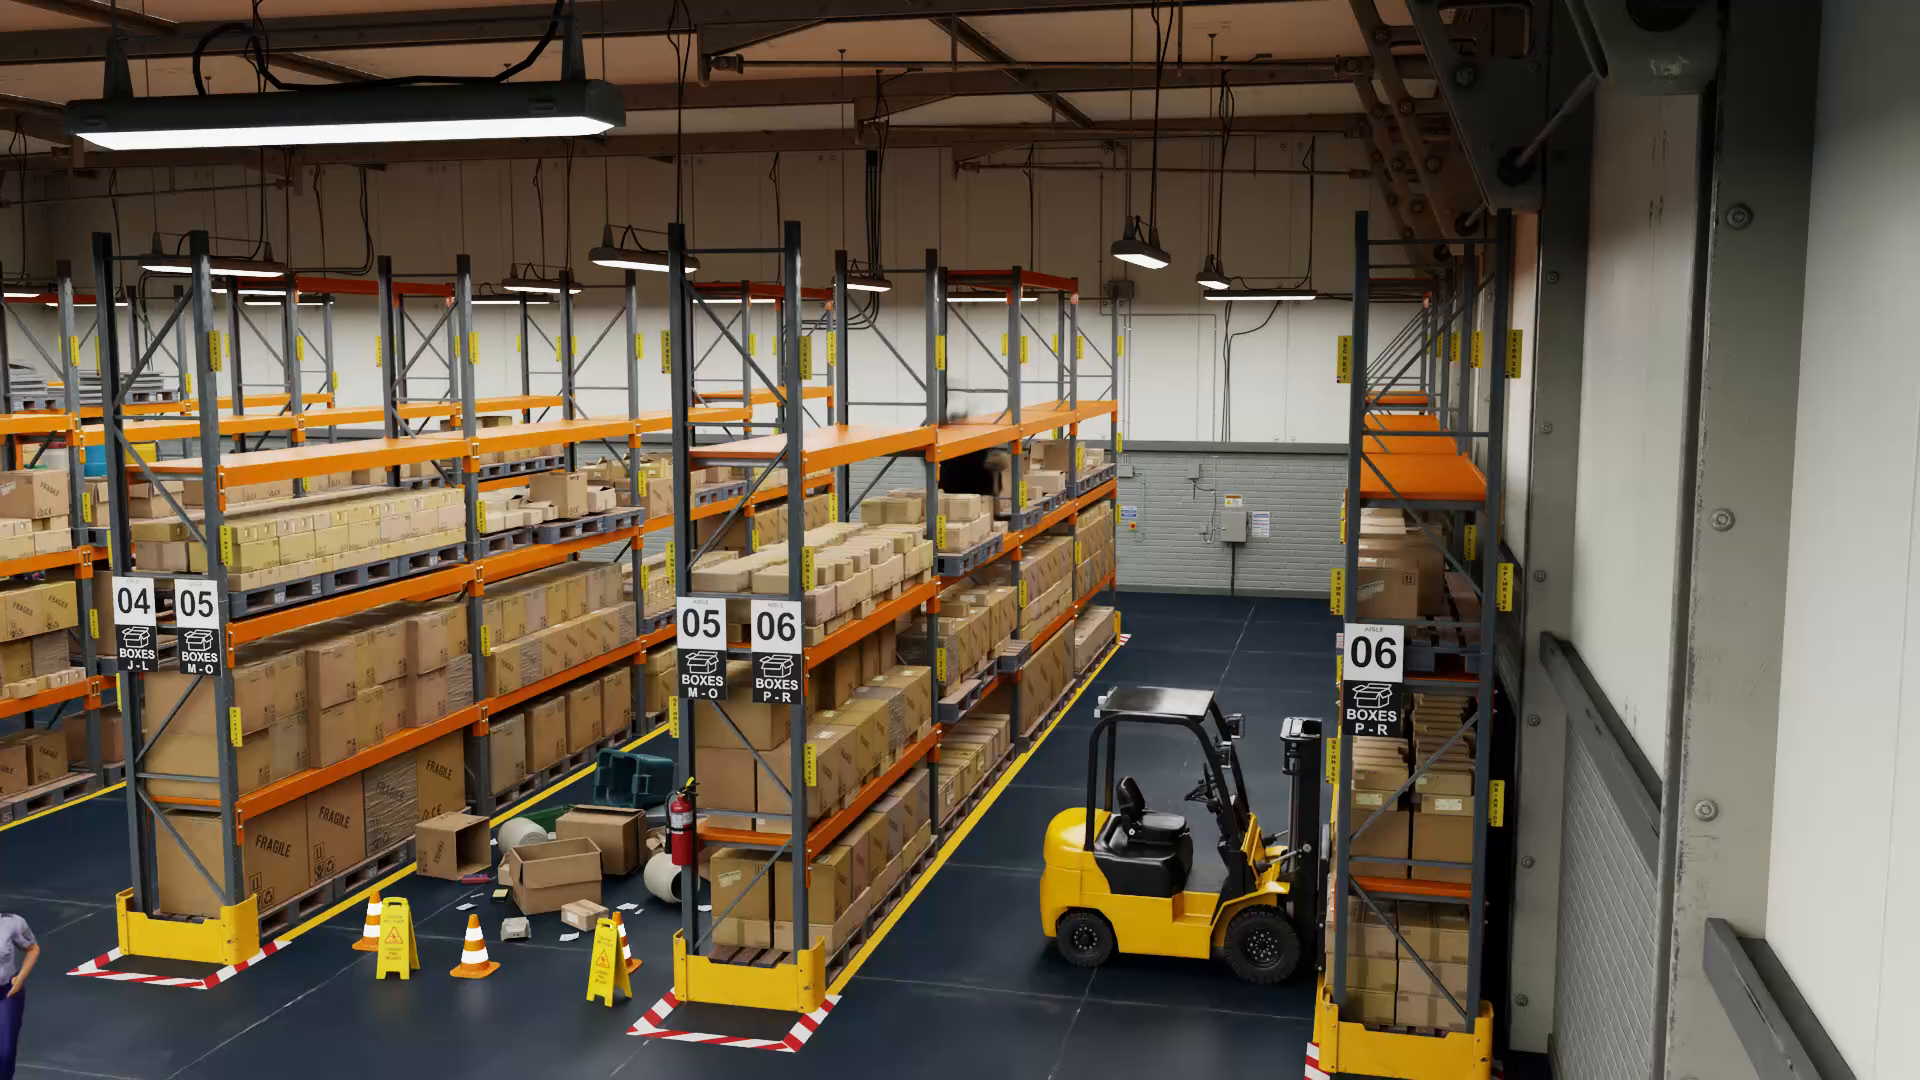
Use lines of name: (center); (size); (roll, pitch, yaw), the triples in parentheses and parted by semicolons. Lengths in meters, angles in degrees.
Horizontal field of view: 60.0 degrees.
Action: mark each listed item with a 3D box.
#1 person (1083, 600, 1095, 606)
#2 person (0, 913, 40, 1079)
person: (2.265, 0.731, 29.586); (0.572, 1.690, 0.748); (5, 9, 35)
person: (-6.407, 3.047, 11.003); (0.599, 1.619, 0.589); (-4, 8, -29)
